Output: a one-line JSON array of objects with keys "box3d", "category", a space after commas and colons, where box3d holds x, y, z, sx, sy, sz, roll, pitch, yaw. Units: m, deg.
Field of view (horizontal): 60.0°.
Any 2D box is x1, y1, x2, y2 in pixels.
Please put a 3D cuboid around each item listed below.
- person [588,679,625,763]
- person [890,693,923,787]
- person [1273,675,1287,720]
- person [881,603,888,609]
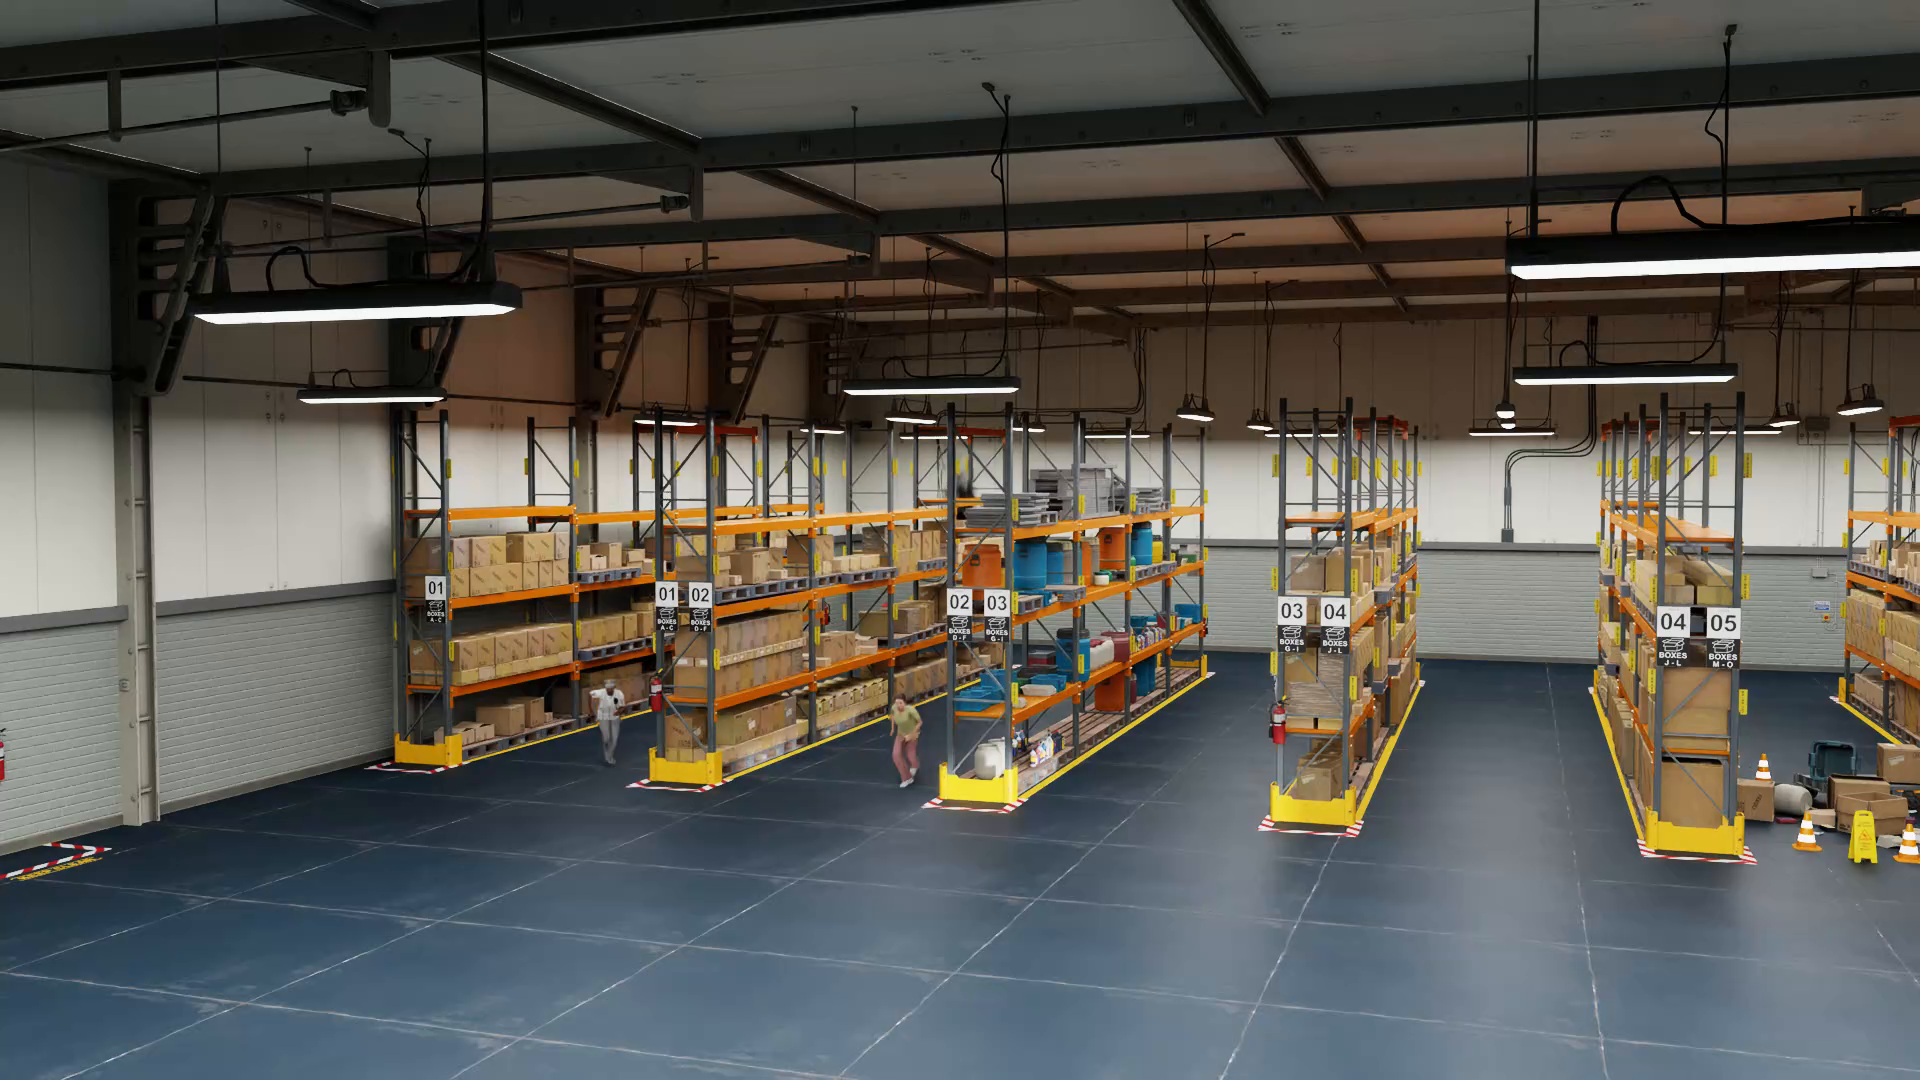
[{"box3d": [-5.954, 3.056, 28.004, 0.602, 1.492, 0.850, -1, 3, -16], "category": "person"}, {"box3d": [-0.793, 3.139, 26.463, 0.577, 1.517, 1.042, 1, 3, 21], "category": "person"}, {"box3d": [6.402, 2.772, 32.158, 0.757, 1.692, 0.646, 2, 3, 39], "category": "person"}, {"box3d": [-1.757, 2.398, 39.675, 0.663, 1.787, 0.902, 1, 3, 17], "category": "person"}]
